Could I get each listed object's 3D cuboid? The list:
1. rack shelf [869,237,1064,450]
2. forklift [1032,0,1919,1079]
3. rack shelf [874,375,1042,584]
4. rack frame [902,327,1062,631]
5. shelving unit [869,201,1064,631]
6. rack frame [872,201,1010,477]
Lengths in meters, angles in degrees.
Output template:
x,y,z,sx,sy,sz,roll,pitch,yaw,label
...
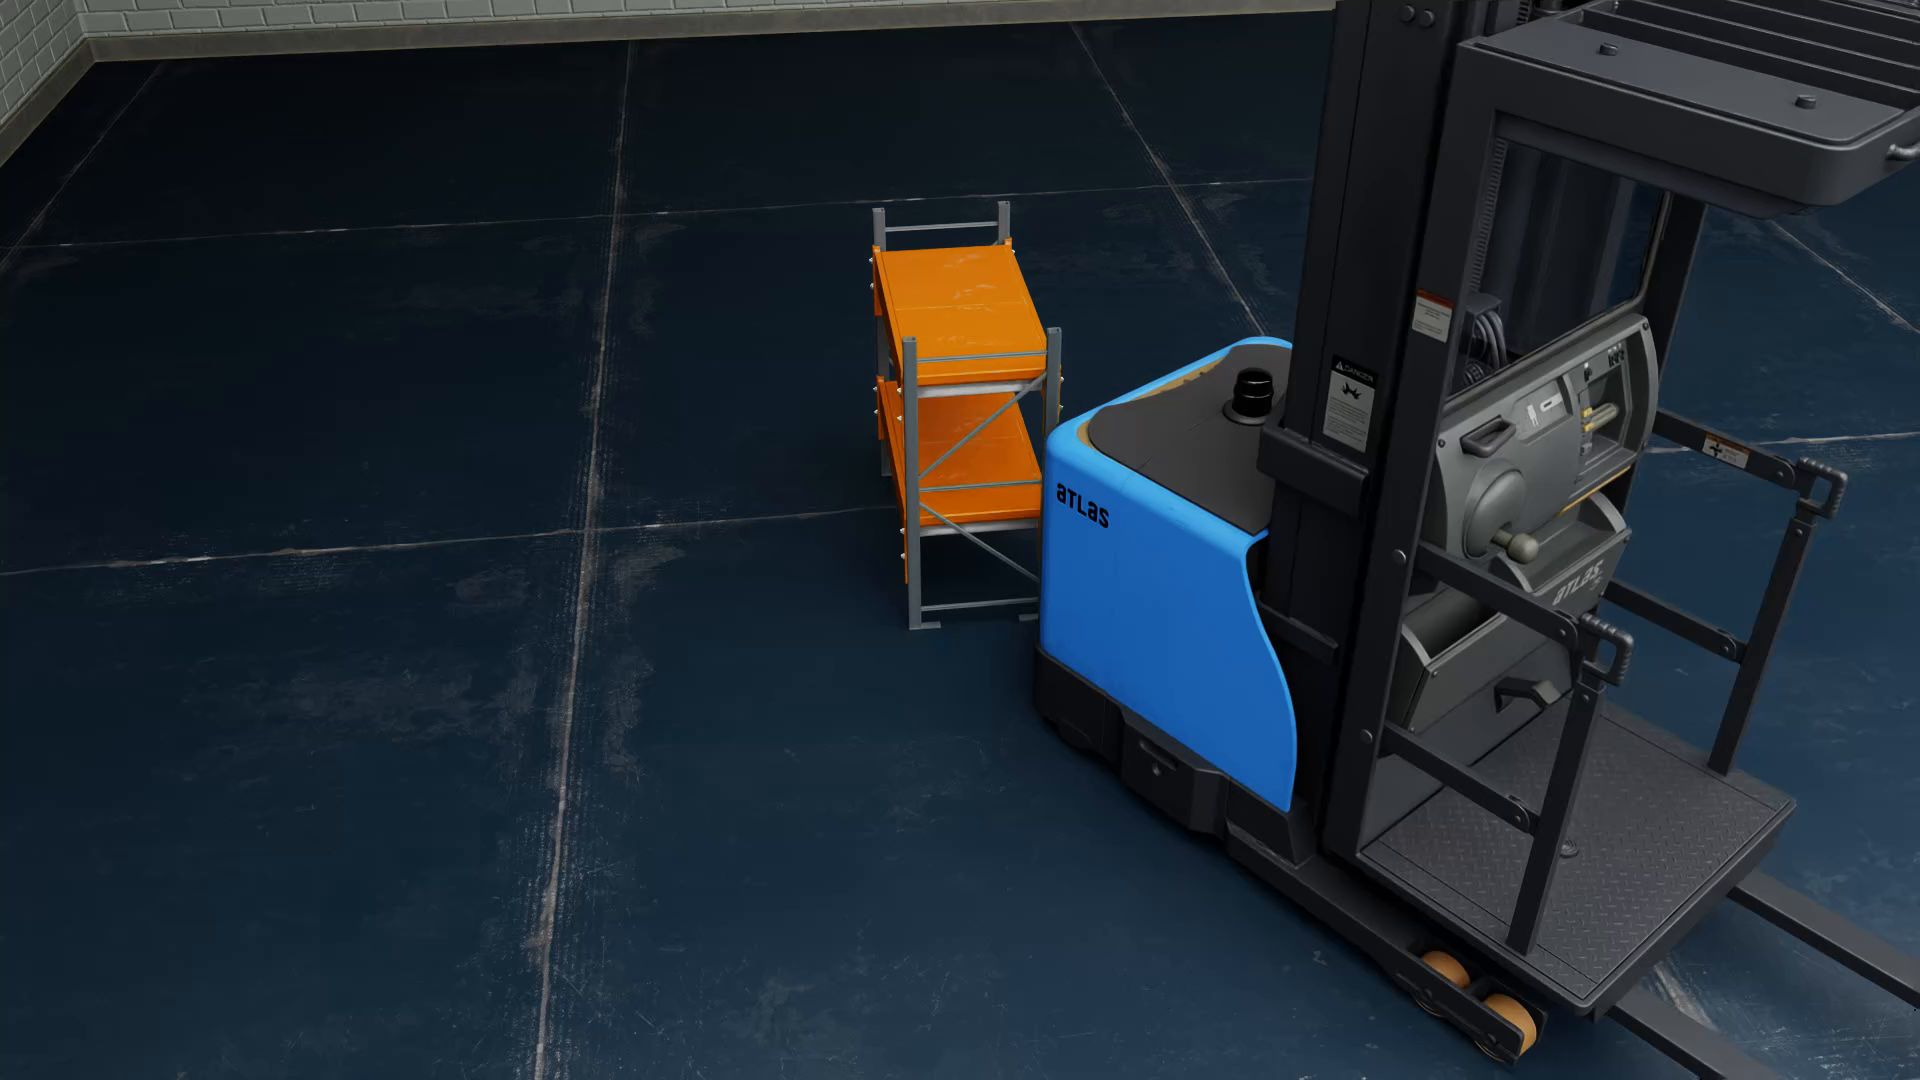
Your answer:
x,y,z,sx,sy,sz,roll,pitch,yaw,label
0.001,-0.703,5.763,0.538,0.278,1.000,-4,35,-6,rack shelf
1.583,-0.197,3.937,1.130,2.935,3.031,-26,42,-33,forklift
0.001,-0.259,6.065,0.538,0.278,1.000,-4,35,-6,rack shelf
0.069,-0.177,5.511,0.500,1.125,0.032,-4,35,-6,rack frame
0.001,-0.461,5.928,0.538,1.125,1.048,-4,35,-6,shelving unit
-0.067,-0.745,6.344,0.500,1.125,0.032,-4,35,-6,rack frame
